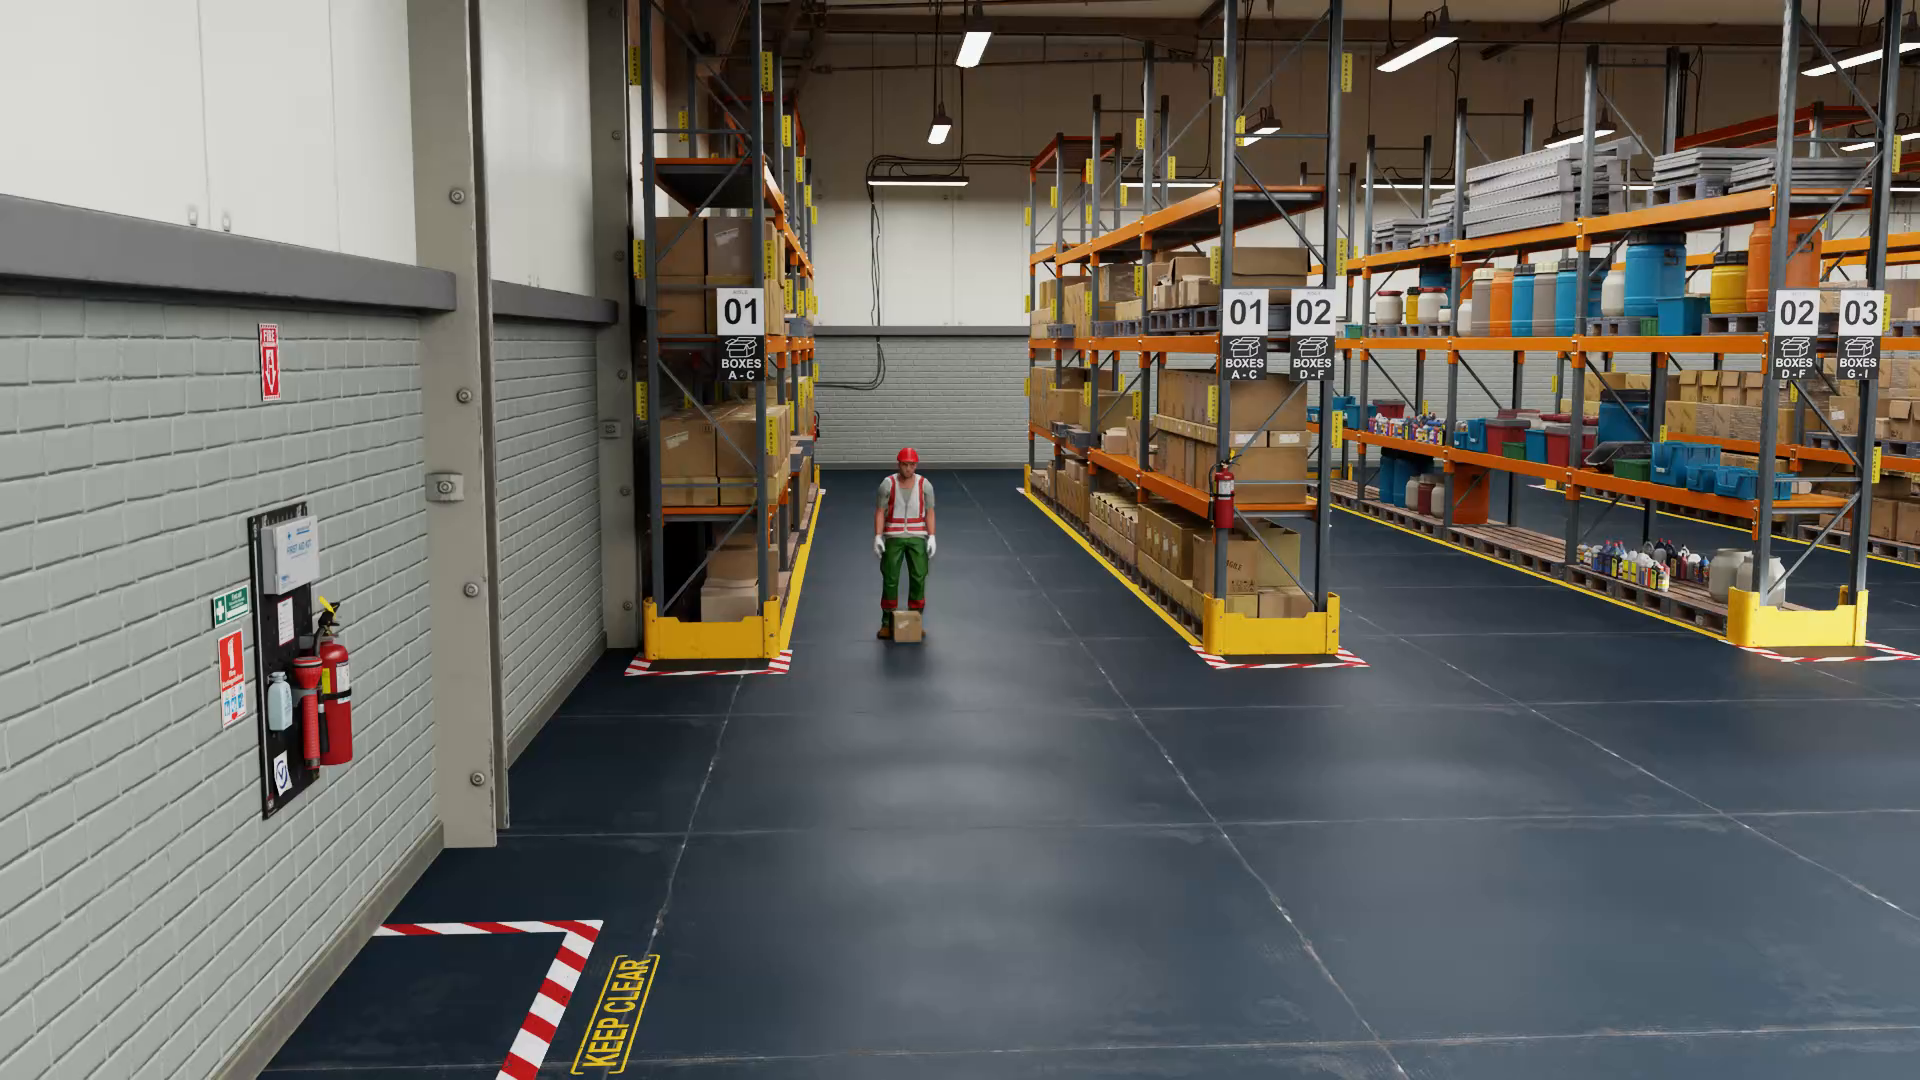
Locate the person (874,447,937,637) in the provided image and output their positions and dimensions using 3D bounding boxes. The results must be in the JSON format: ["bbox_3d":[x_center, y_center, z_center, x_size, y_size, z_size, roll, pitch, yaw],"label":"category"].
[{"bbox_3d":[-0.513,0.016,15.546,0.595,1.778,0.449,-1,7,-6],"label":"person"}]
